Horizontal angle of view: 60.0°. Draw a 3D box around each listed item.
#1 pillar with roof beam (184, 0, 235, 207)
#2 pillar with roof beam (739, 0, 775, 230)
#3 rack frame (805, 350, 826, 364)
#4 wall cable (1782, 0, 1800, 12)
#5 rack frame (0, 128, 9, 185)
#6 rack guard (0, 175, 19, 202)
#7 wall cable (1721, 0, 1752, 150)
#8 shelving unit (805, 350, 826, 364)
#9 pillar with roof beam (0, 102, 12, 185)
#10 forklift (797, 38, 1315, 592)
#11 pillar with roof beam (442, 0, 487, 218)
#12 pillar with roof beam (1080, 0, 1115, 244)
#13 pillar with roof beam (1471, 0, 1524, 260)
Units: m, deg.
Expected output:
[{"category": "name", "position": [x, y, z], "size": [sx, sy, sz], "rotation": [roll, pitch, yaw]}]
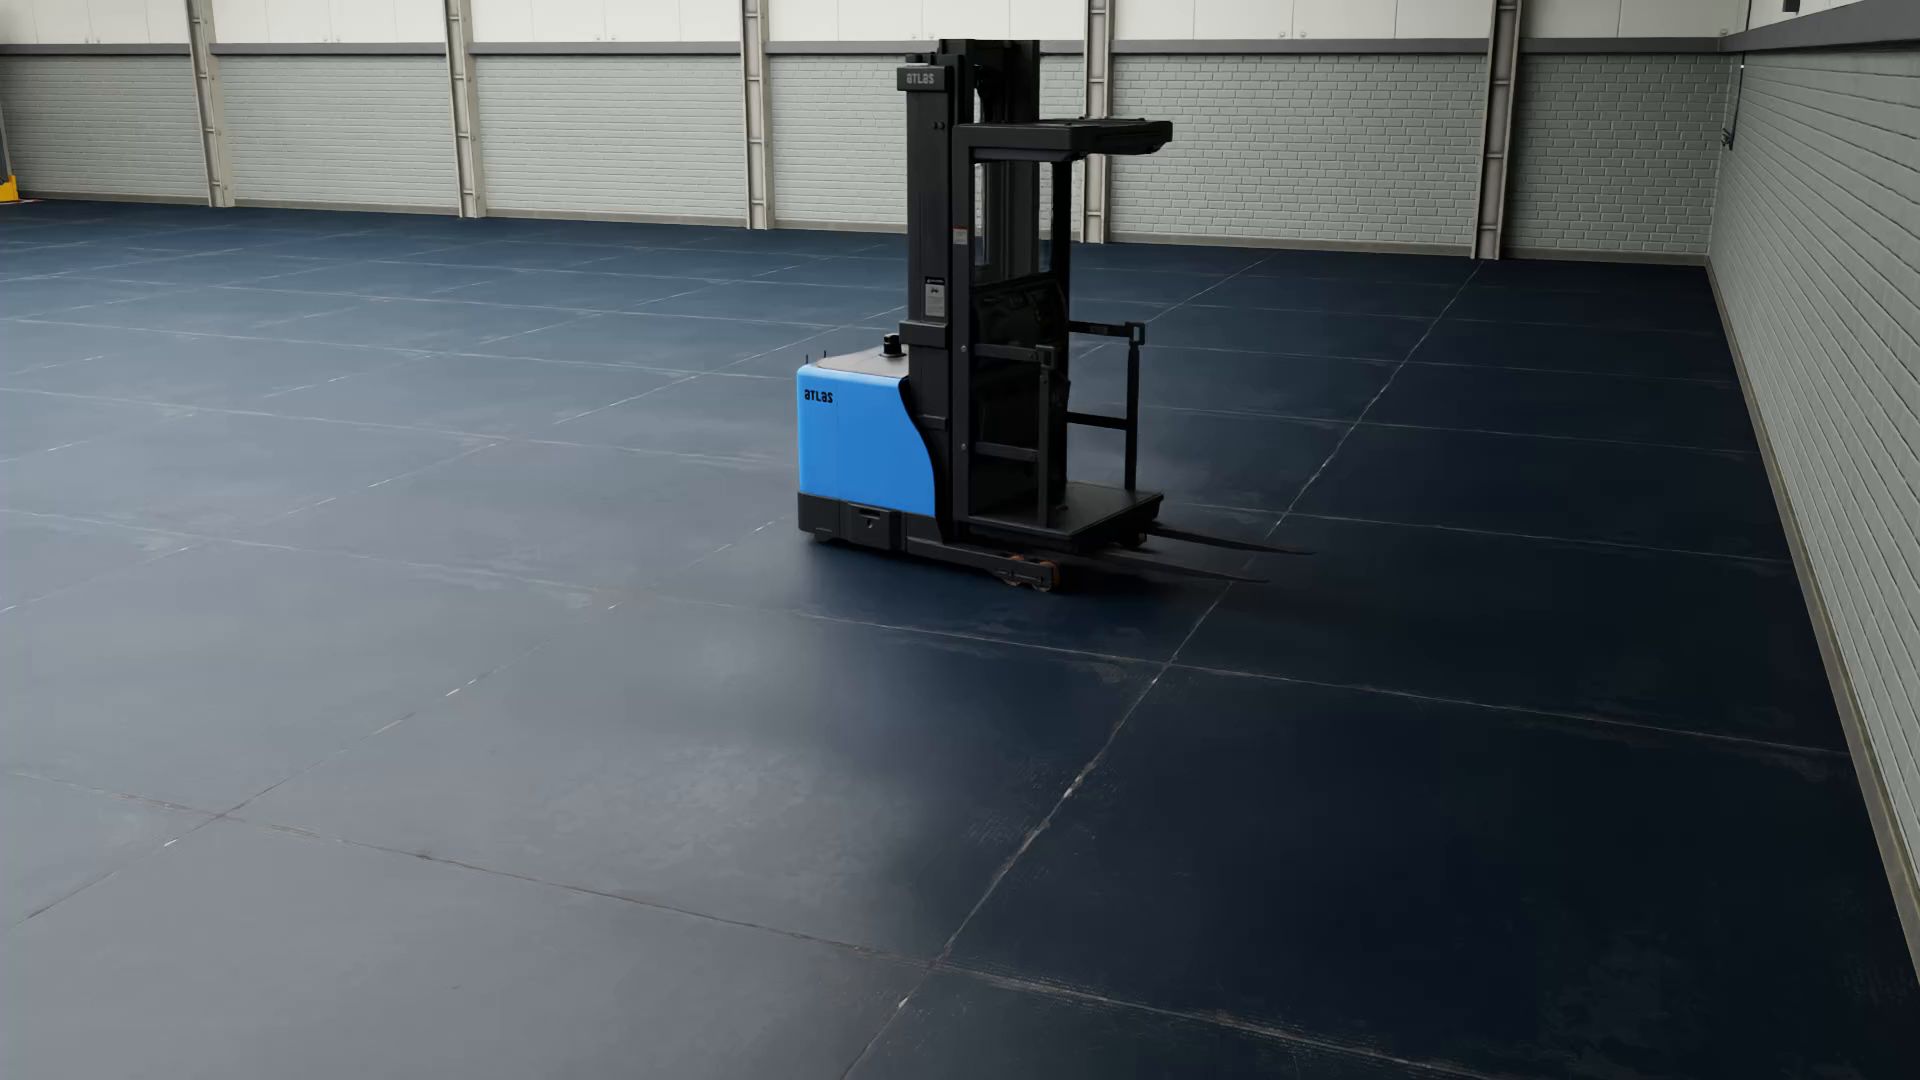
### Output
[{"category": "pillar with roof beam", "position": [-16.173, -9.808, 27.818], "size": [0.400, 9.000, 9.100], "rotation": [6, 17, 21]}, {"category": "pillar with roof beam", "position": [-5.010, -8.581, 23.589], "size": [0.400, 9.000, 9.100], "rotation": [6, 17, 21]}, {"category": "rack frame", "position": [-0.909, -0.679, 10.628], "size": [0.008, 1.050, 0.200], "rotation": [11, 19, 33]}, {"category": "wall cable", "position": [6.490, -6.998, 12.038], "size": [0.169, 6.003, 2.305], "rotation": [6, 17, 21]}, {"category": "rack frame", "position": [-19.858, -8.352, 33.564], "size": [0.127, 3.000, 1.000], "rotation": [6, 17, 21]}, {"category": "rack guard", "position": [-19.835, -7.149, 33.904], "size": [0.348, 0.500, 1.175], "rotation": [6, 17, 21]}, {"category": "wall cable", "position": [9.988, -6.334, 21.420], "size": [0.112, 2.526, 3.097], "rotation": [6, 17, 21]}, {"category": "shelving unit", "position": [-0.808, -0.660, 10.562], "size": [0.252, 1.050, 0.215], "rotation": [11, 19, 33]}, {"category": "pillar with roof beam", "position": [-21.754, -10.422, 29.932], "size": [0.400, 9.000, 9.100], "rotation": [6, 17, 21]}, {"category": "forklift", "position": [0.517, -1.291, 9.362], "size": [3.031, 2.935, 1.130], "rotation": [11, 19, 33]}, {"category": "pillar with roof beam", "position": [-10.591, -9.194, 25.704], "size": [0.400, 9.000, 9.100], "rotation": [6, 17, 21]}, {"category": "pillar with roof beam", "position": [0.572, -7.967, 21.475], "size": [0.400, 9.000, 9.100], "rotation": [6, 17, 21]}, {"category": "pillar with roof beam", "position": [6.153, -7.353, 19.361], "size": [0.400, 9.000, 9.100], "rotation": [6, 17, 21]}]
